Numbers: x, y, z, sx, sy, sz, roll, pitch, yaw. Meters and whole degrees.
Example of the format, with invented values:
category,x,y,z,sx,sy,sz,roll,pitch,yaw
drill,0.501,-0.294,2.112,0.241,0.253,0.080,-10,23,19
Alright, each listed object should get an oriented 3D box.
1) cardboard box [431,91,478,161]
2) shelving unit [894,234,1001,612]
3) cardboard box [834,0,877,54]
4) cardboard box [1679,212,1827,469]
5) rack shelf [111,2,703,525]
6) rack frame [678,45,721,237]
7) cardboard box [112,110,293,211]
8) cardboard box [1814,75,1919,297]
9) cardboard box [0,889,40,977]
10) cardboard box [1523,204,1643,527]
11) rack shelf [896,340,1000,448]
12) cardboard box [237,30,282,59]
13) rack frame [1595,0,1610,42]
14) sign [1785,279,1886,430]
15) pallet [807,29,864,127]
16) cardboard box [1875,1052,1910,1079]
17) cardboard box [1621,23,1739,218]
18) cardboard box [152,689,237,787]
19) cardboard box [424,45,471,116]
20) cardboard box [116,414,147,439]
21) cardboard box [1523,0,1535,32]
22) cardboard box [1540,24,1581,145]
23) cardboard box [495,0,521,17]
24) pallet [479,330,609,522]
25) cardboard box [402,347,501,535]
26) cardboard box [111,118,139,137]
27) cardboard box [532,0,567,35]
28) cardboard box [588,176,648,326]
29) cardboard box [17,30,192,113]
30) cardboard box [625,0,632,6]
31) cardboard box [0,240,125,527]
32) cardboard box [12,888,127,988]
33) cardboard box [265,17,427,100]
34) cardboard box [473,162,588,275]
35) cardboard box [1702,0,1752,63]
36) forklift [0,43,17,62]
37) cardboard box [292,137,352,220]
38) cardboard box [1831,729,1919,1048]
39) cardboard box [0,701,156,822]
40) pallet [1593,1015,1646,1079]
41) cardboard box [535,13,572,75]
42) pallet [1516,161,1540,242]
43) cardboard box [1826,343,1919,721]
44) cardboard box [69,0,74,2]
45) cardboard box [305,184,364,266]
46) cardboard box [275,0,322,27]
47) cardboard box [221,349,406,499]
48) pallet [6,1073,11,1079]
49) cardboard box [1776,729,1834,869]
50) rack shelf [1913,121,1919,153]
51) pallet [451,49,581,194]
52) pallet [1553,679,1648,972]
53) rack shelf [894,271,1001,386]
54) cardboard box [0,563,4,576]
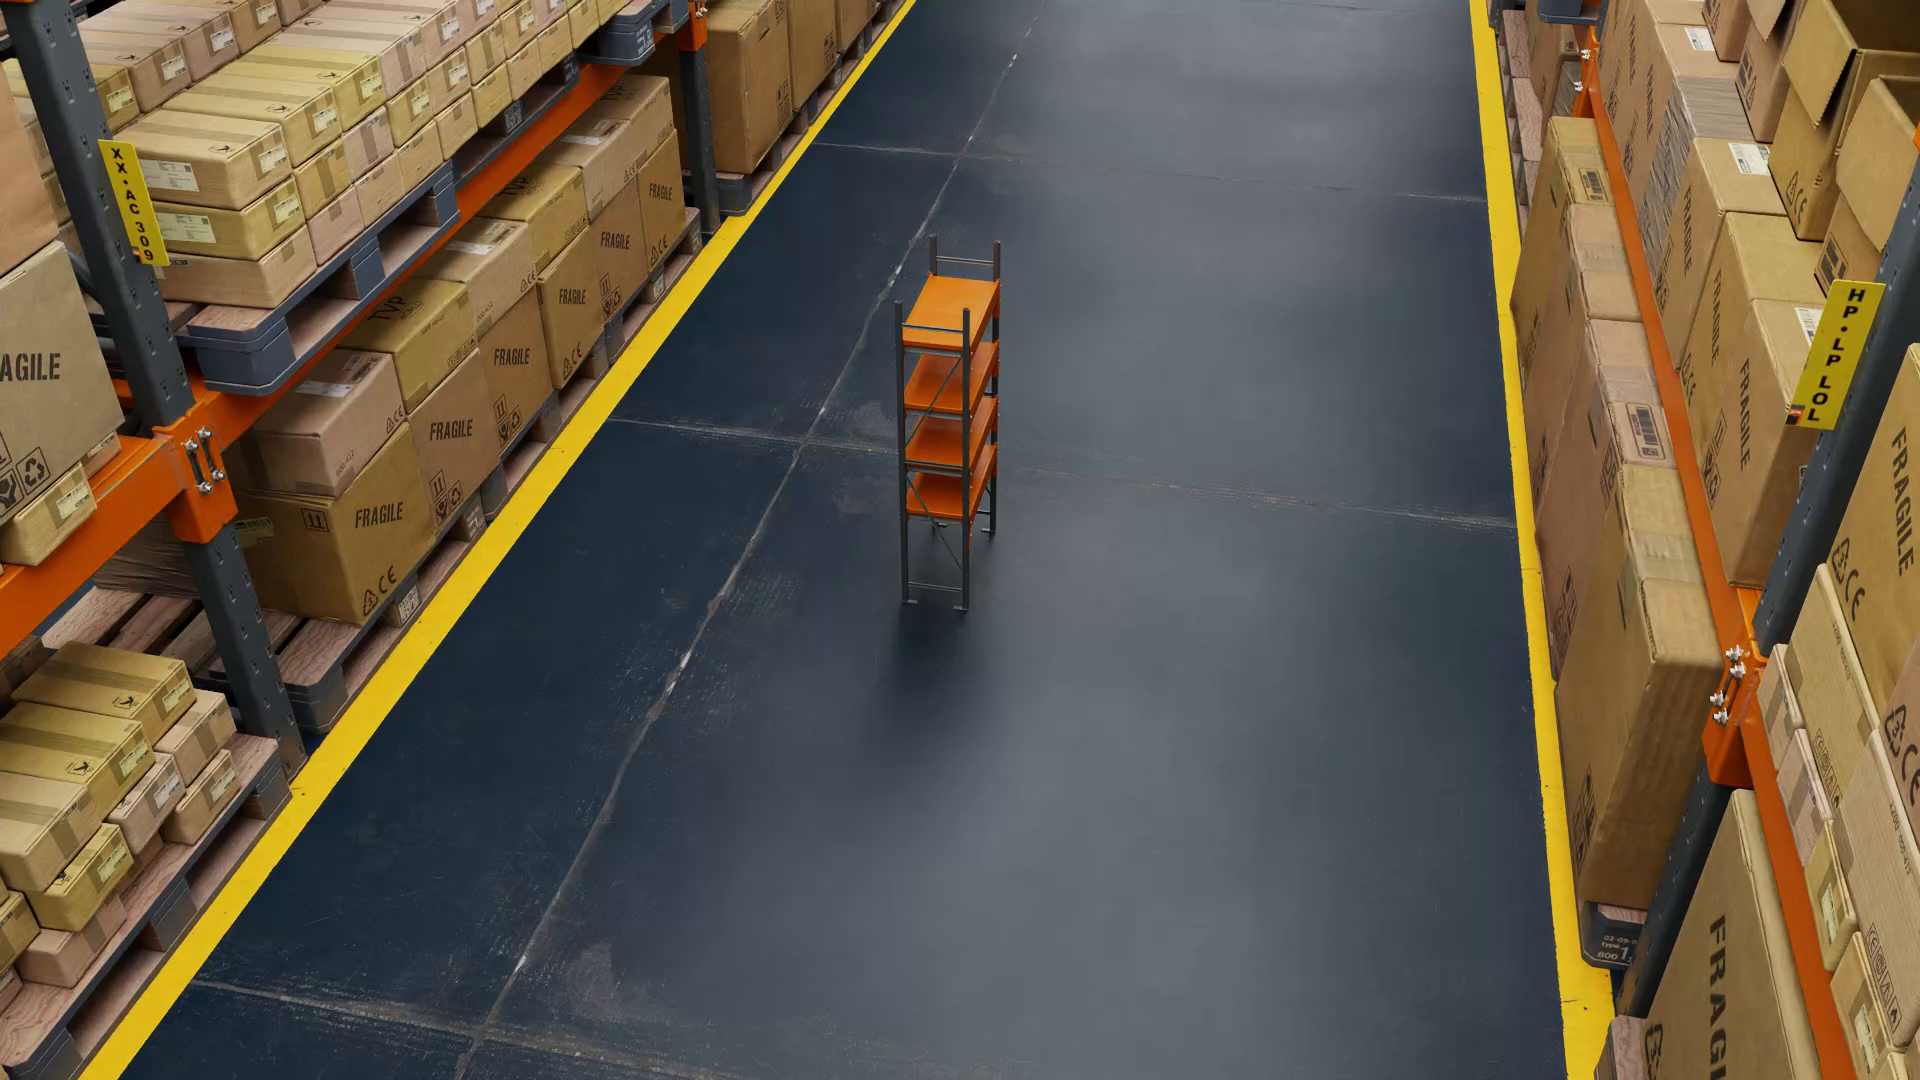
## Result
category,x,y,z,sx,sy,sz,roll,pitch,yaw
cardboard box,-1.816,-1.370,5.440,0.380,0.149,0.250,6,36,8
shelving unit,-0.035,-0.391,5.767,0.258,1.200,0.503,7,37,10
cardboard box,-1.115,-3.467,10.037,1.050,0.750,0.750,7,37,10
cardboard box,2.200,-0.487,4.281,0.500,0.500,0.500,8,37,11
rack shelf,-2.142,-1.396,6.234,1.077,0.370,4.000,7,37,10
rack frame,-1.715,-2.834,7.605,1.000,3.000,0.127,7,37,10
cardboard box,-2.036,-1.019,4.449,0.380,0.149,0.250,9,37,12
cardboard box,2.383,-0.675,3.686,0.797,0.503,0.637,6,36,9
cardboard box,-2.561,0.987,4.150,0.380,0.149,0.250,8,37,10
cardboard box,2.744,-0.561,5.921,1.225,0.875,0.875,7,37,10
rack shelf,-0.035,-0.518,5.675,0.258,0.148,0.480,7,37,10
cardboard box,-2.455,-1.582,5.480,0.380,0.149,0.250,6,36,8
rack frame,3.109,-2.155,6.667,1.000,3.000,0.127,7,37,10
sign,1.723,-0.361,3.272,0.100,0.325,0.005,7,37,10
pallet,-1.210,-2.845,9.996,1.003,0.211,1.213,7,37,10
cardboard box,1.646,0.968,2.573,0.380,0.149,0.250,7,36,9
cardboard box,2.526,-1.361,5.486,0.500,0.500,0.500,7,36,9
cardboard box,-2.326,0.543,4.763,0.380,0.149,0.250,8,37,11
cardboard box,-1.817,-1.499,5.365,0.380,0.149,0.250,9,37,12
cardboard box,-2.657,-0.461,5.464,0.500,0.250,0.500,6,36,9
cardboard box,3.812,-3.265,9.953,0.700,0.500,0.500,5,36,6
cardboard box,3.453,-2.353,8.695,0.700,0.500,0.500,10,37,14
cardboard box,-1.706,-1.915,5.685,0.380,0.149,0.250,8,37,11
pallet,-2.146,-0.560,6.843,1.003,0.211,1.213,7,37,10
cardboard box,-2.041,-0.393,6.008,0.500,0.500,0.500,9,37,12
cardboard box,-2.622,-1.134,4.861,0.380,0.149,0.250,8,37,10
cardboard box,-1.649,-1.943,5.978,0.380,0.149,0.250,8,37,11
cardboard box,-1.714,-1.285,7.239,0.500,0.500,0.500,9,37,12
cardboard box,-2.560,-1.407,4.984,0.380,0.149,0.250,6,36,8
cardboard box,-1.480,-2.273,6.686,0.380,0.149,0.250,8,37,11
cardboard box,-2.396,-0.389,3.892,0.500,0.500,0.500,7,37,10
cardboard box,-2.450,1.009,4.374,0.380,0.149,0.250,6,36,8
cardboard box,-1.869,-1.469,5.070,0.380,0.149,0.250,7,36,9
cardboard box,-1.826,-1.291,6.608,0.500,0.250,0.500,8,37,11
cardboard box,2.795,-1.811,5.253,0.797,0.503,0.637,8,37,11
forklift,-4.352,-2.124,6.683,1.130,2.935,3.031,7,37,10
cardboard box,-1.982,-1.047,4.741,0.380,0.149,0.250,7,36,9
cardboard box,1.788,0.600,2.741,0.500,0.250,0.500,7,37,10
cardboard box,-2.407,0.590,4.444,0.380,0.149,0.250,8,37,11
pallet,2.016,1.694,3.733,1.003,0.211,1.213,7,37,10
cardboard box,-1.650,-1.828,6.072,0.380,0.149,0.250,8,37,11
pallet,3.278,-1.473,8.103,1.003,0.211,1.213,7,37,10
cardboard box,1.903,0.018,2.905,0.500,0.500,0.500,7,37,10
cardboard box,-6.124,-3.684,10.658,0.950,0.372,0.625,8,37,12
cardboard box,-1.982,-0.937,4.843,0.380,0.149,0.250,8,37,11
cardboard box,-2.395,-1.852,5.599,0.380,0.149,0.250,6,36,8
cardboard box,-2.153,-0.393,5.370,0.500,0.250,0.500,6,36,8
pallet,-2.936,1.679,3.754,1.003,0.211,1.213,7,37,10
cardboard box,1.811,0.519,3.192,0.380,0.149,0.250,6,36,8
rack shelf,2.682,-1.931,4.416,1.077,0.370,4.000,7,37,10
pallet,-2.097,-1.617,6.088,1.003,0.211,1.213,7,37,10
pallet,2.346,0.816,4.945,1.003,0.211,1.213,7,37,10
rack shelf,-0.035,-0.709,5.536,0.258,0.148,0.480,7,37,10
cardboard box,-2.465,0.061,3.824,0.380,0.149,0.250,9,37,12
